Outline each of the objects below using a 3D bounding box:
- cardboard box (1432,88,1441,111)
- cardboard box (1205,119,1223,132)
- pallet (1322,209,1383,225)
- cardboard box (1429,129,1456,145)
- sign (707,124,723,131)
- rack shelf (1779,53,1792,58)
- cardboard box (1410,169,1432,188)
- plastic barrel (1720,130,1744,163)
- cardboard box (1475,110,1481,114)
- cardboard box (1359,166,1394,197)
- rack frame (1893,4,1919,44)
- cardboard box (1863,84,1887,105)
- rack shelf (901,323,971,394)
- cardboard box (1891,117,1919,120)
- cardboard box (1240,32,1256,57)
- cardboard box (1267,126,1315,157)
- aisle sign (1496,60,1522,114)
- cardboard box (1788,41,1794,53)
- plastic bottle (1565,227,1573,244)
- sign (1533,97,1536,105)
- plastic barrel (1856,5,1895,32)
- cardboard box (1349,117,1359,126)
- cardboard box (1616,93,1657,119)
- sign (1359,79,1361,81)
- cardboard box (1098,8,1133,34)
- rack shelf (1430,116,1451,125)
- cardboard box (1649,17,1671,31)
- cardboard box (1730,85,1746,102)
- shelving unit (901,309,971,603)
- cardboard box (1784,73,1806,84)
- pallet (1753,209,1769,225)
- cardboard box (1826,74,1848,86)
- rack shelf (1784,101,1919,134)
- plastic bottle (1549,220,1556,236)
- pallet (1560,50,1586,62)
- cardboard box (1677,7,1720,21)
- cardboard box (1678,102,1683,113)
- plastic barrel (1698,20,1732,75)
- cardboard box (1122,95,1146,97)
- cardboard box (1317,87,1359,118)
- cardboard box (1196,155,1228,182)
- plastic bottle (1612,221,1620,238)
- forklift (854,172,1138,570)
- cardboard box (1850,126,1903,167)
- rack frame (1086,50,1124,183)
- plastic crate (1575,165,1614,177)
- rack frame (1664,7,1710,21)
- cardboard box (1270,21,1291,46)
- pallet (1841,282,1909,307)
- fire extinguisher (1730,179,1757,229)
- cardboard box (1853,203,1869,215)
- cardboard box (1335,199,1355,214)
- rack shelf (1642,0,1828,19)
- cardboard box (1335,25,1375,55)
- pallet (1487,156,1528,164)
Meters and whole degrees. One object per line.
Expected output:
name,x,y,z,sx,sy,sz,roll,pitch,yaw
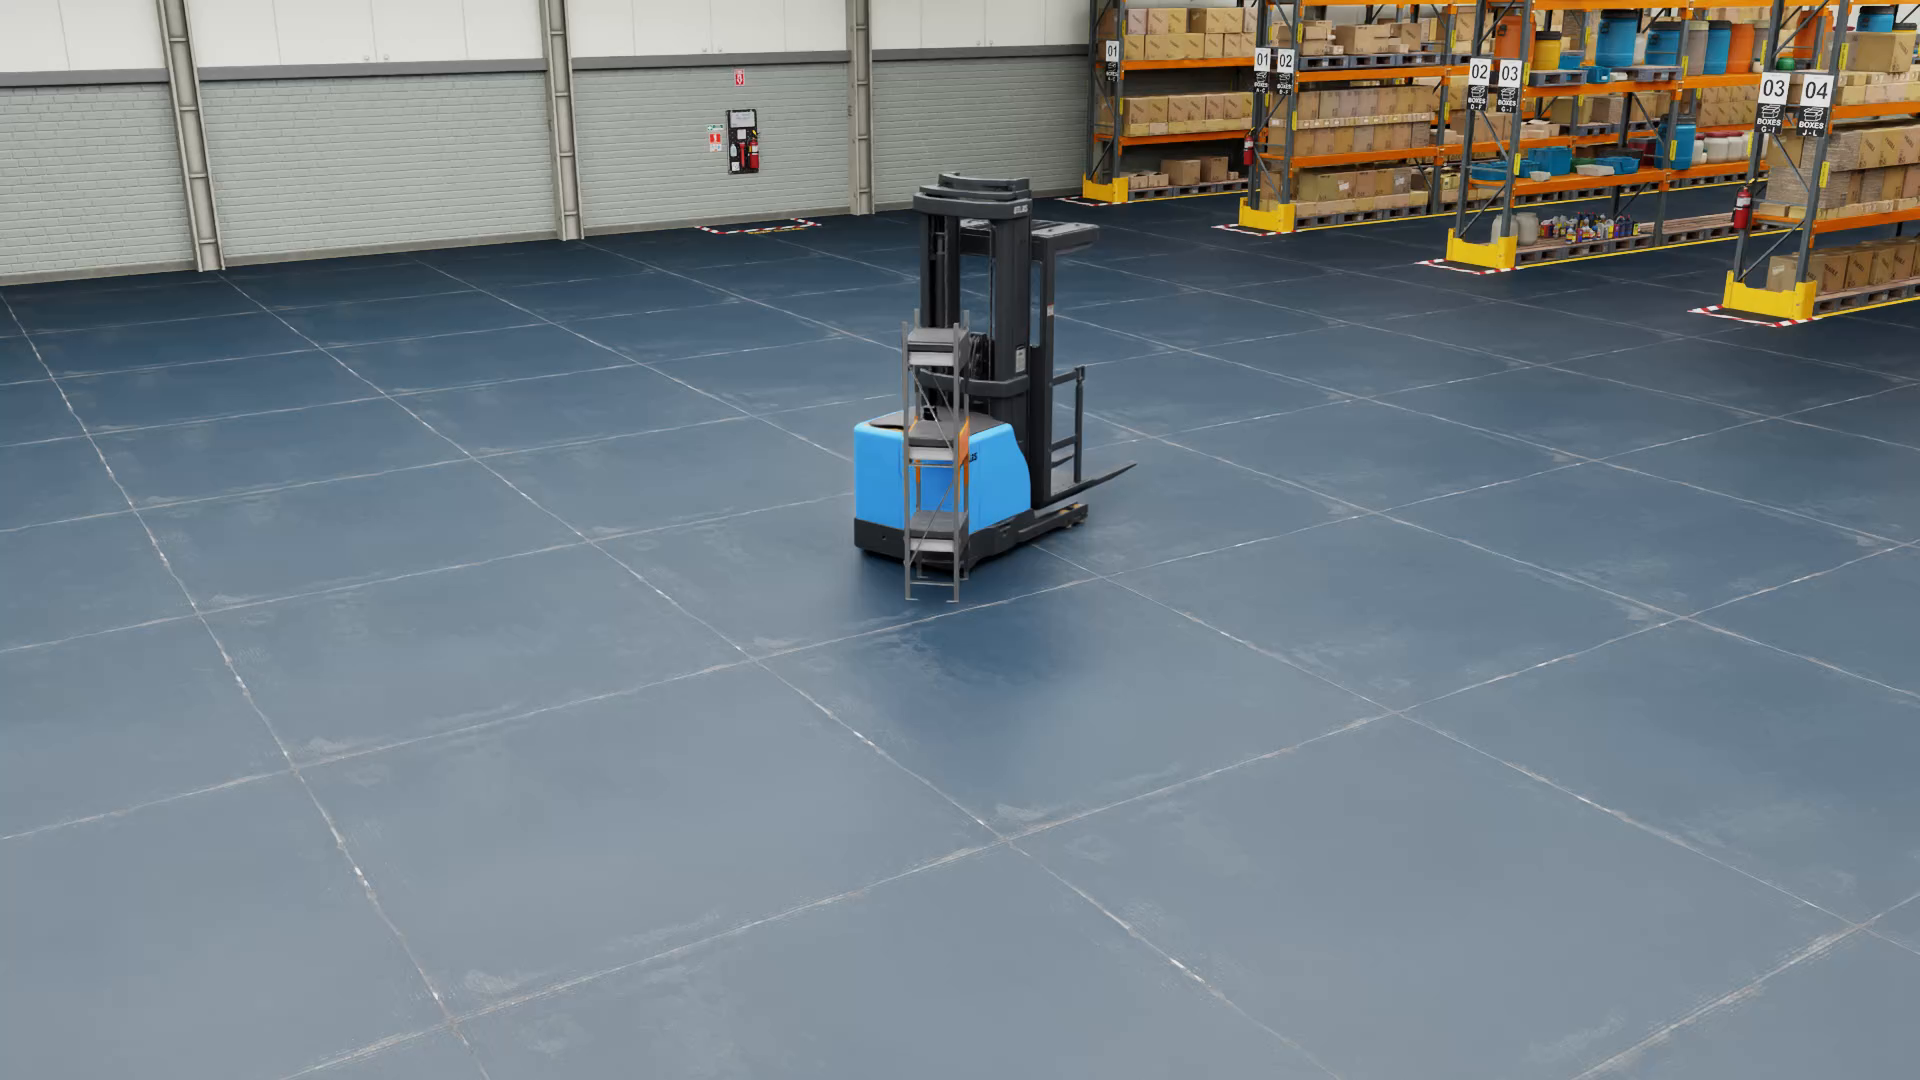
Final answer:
cardboard box,11.060,-10.352,39.031,0.500,0.500,0.500,-12,22,-32
cardboard box,5.254,-8.852,35.447,0.500,0.250,0.500,-12,22,-32
pallet,7.336,-6.266,31.949,1.213,0.211,1.003,-12,22,-31
cardboard box,9.430,-7.959,32.838,0.500,0.250,0.500,-10,21,-28
sign,-4.522,-7.621,30.720,0.331,0.109,0.001,-12,22,-31
rack shelf,17.394,-10.773,37.368,4.000,0.370,1.077,-12,22,-31
cardboard box,9.223,-7.242,33.244,0.500,0.311,0.500,-12,22,-31
plastic barrel,13.658,-6.986,29.513,0.433,0.535,0.433,0,19,0
cardboard box,12.243,-10.274,39.811,0.250,0.149,0.380,-12,22,-31
cardboard box,7.936,-6.869,31.847,0.500,0.500,0.500,-12,22,-31
rack frame,18.445,-10.857,31.809,0.127,3.000,1.000,-12,22,-31
cardboard box,12.119,-6.035,22.463,0.500,0.250,0.500,-12,22,-33
rack shelf,-0.171,-1.264,12.061,0.431,0.518,0.480,3,19,8
cardboard box,13.972,-5.932,24.426,0.500,0.500,0.500,-12,22,-31
cardboard box,6.027,-10.578,35.481,0.500,0.500,0.500,-11,22,-30
cardboard box,6.099,-7.353,30.656,0.500,0.500,0.700,-12,22,-31
aisle sign,8.524,-7.042,25.832,0.004,0.787,0.394,-12,22,-31
cardboard box,18.781,-11.234,37.842,0.500,0.250,0.500,-12,22,-31
plastic bottle,10.109,-5.054,27.582,0.097,0.271,0.097,0,19,0
sign,12.077,-9.291,34.859,0.005,0.325,0.100,-12,22,-31
plastic barrel,17.104,-9.531,31.132,0.708,0.901,0.600,-12,22,-31
cardboard box,7.223,-7.821,31.026,0.250,0.149,0.380,-12,22,-32
cardboard box,14.666,-9.425,36.129,0.500,0.500,0.700,-8,20,-23
sign,9.348,-10.657,38.776,0.005,0.325,0.100,-12,22,-31
cardboard box,3.191,-10.649,34.128,0.500,0.500,0.500,-11,21,-29
rack shelf,11.326,-9.972,39.681,4.000,0.370,1.077,-12,22,-31
cardboard box,14.717,-10.863,35.541,0.600,0.600,0.600,-12,22,-32
cardboard box,17.133,-10.051,37.074,0.500,0.500,0.500,-13,22,-33
shelving unit,-0.171,-0.614,12.281,0.431,2.100,0.503,3,19,8
cardboard box,11.207,-6.248,22.470,0.250,0.149,0.380,-12,22,-31
pallet,15.740,-6.140,31.576,1.213,0.211,1.003,-12,22,-31
cardboard box,11.504,-6.102,22.039,0.250,0.149,0.380,-12,22,-32
rack shelf,12.818,-6.009,23.276,4.000,0.370,1.077,-12,22,-31
plastic bottle,10.057,-5.322,28.369,0.135,0.276,0.152,-13,22,-33
pallet,11.866,-9.824,33.732,1.003,0.211,1.213,-11,21,-29
cardboard box,16.109,-11.379,36.318,0.500,0.500,0.700,-12,22,-31
cardboard box,16.000,-9.545,37.138,0.500,0.500,0.500,-11,22,-31
plastic barrel,13.162,-8.643,29.159,0.708,0.901,0.600,-12,22,-31
cardboard box,3.677,-9.071,34.925,0.500,0.500,0.500,-12,22,-31
cardboard box,7.000,-8.160,31.017,0.500,0.500,0.700,-12,22,-31
cardboard box,5.470,-8.087,36.198,0.500,0.500,0.500,-14,23,-35
plastic bottle,11.111,-5.264,28.185,0.133,0.283,0.061,-10,21,-28
forklift,0.439,-1.565,13.796,1.130,2.935,3.031,14,23,35
cardboard box,12.595,-5.437,22.963,0.500,0.500,0.500,-12,22,-31
rack frame,2.974,-8.552,34.356,0.127,3.000,1.000,-12,22,-31
plastic crate,10.547,-6.127,27.598,0.437,0.136,0.530,-12,22,-31
rack frame,15.724,-12.183,35.730,0.127,3.000,1.000,-12,22,-31
cardboard box,6.816,-10.998,36.098,0.500,0.500,0.500,-9,20,-24
pallet,12.926,-3.616,24.112,1.213,0.211,1.003,-12,22,-31
fire extinguisher,10.798,-4.643,22.916,0.183,0.674,0.296,-12,22,-31
cardboard box,12.363,-4.615,23.104,0.250,0.149,0.380,-12,22,-31
cardboard box,7.106,-6.336,31.439,0.500,0.250,0.500,-12,22,-31
rack shelf,13.434,-9.270,28.862,4.000,0.370,1.077,-12,22,-31
cardboard box,7.239,-9.180,30.502,0.500,0.500,0.500,-12,22,-31
pallet,13.675,-9.457,41.389,1.213,0.211,1.003,-12,22,-31
